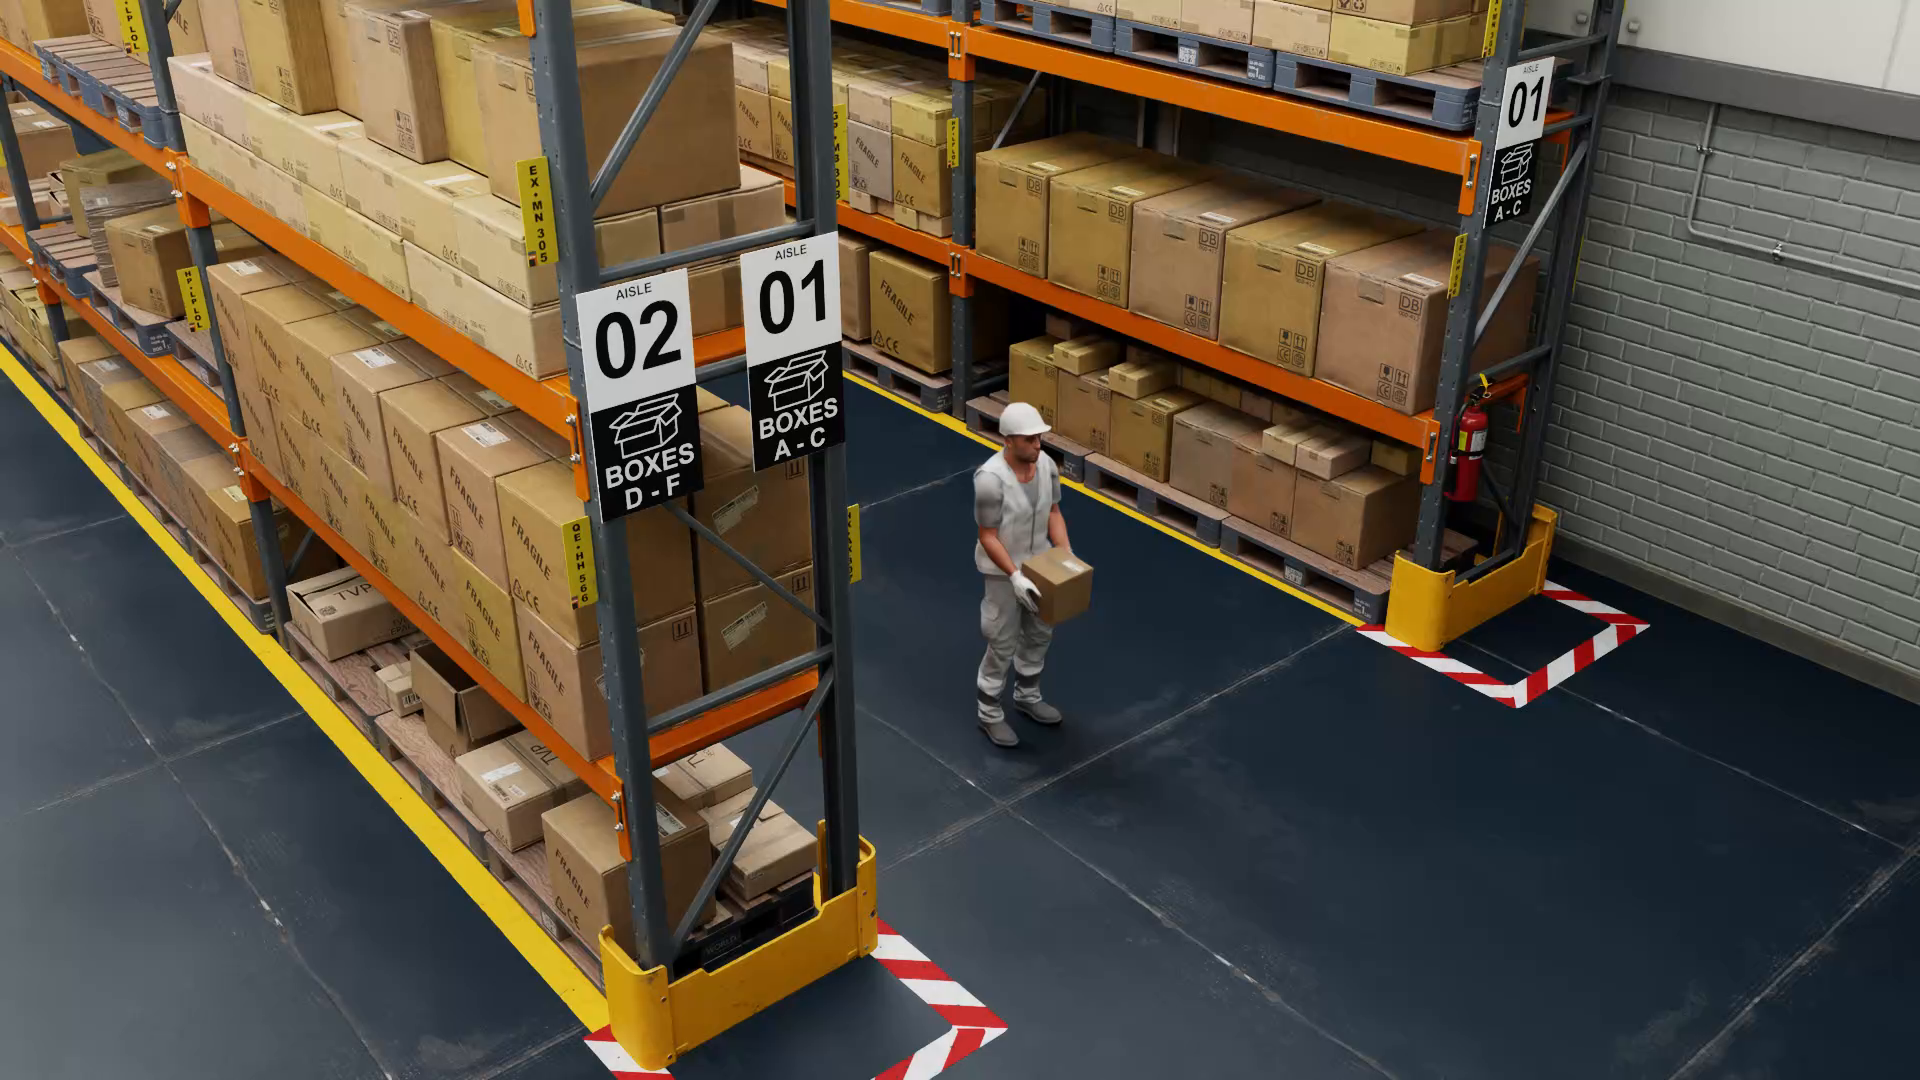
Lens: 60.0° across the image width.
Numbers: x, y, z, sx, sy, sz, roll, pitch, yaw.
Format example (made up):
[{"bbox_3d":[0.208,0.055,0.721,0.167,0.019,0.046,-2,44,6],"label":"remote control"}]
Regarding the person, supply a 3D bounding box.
[{"bbox_3d":[0.335,0.170,8.270,0.529,1.794,0.498,-22,35,-36],"label":"person"}]
